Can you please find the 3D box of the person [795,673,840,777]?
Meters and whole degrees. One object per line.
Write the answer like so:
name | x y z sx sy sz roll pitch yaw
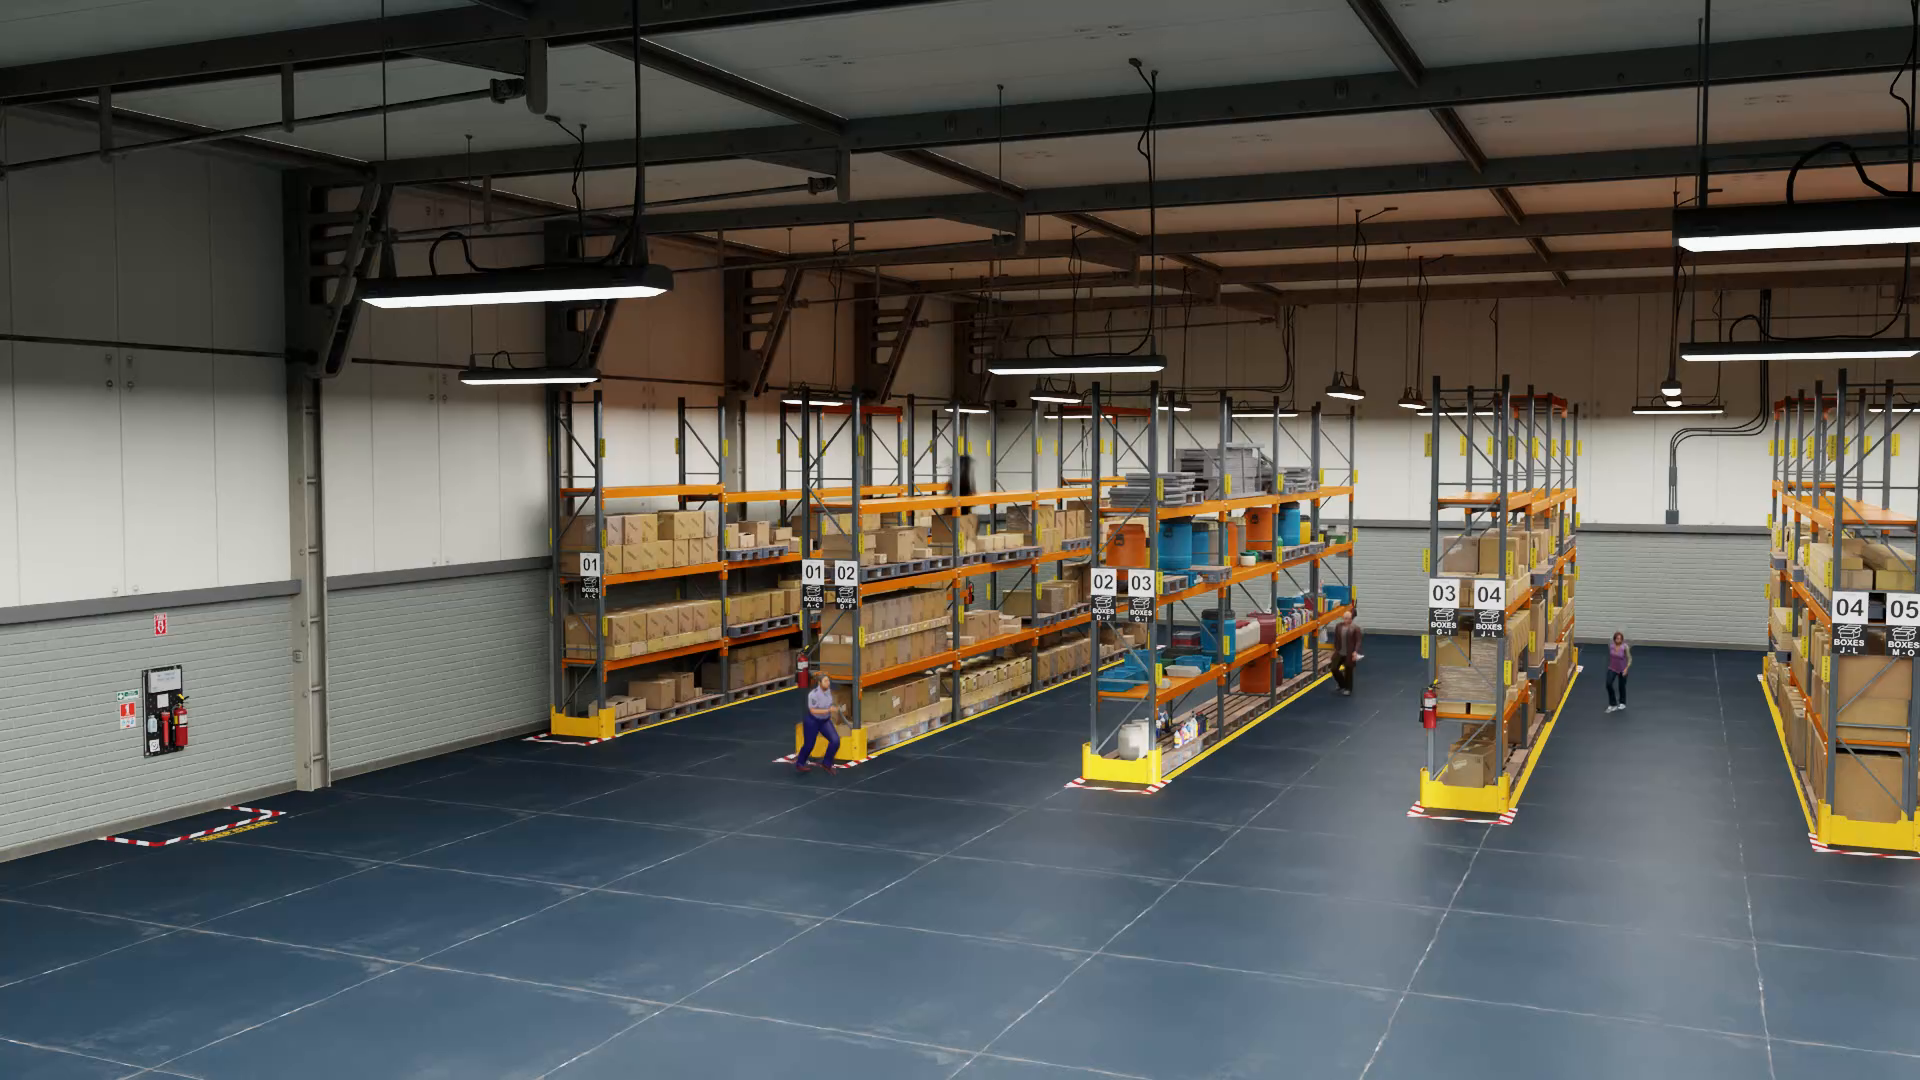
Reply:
person | -2.166 2.810 25.312 0.533 1.600 0.904 -3 4 -45

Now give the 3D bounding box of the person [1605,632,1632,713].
person | 12.498 2.480 31.497 0.524 1.531 0.748 2 4 38

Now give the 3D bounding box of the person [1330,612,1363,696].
person | 7.770 2.285 33.394 0.702 1.727 0.738 2 4 32

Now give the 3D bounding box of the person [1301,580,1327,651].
person | 8.787 1.849 40.633 0.788 1.746 1.038 -2 4 -33
